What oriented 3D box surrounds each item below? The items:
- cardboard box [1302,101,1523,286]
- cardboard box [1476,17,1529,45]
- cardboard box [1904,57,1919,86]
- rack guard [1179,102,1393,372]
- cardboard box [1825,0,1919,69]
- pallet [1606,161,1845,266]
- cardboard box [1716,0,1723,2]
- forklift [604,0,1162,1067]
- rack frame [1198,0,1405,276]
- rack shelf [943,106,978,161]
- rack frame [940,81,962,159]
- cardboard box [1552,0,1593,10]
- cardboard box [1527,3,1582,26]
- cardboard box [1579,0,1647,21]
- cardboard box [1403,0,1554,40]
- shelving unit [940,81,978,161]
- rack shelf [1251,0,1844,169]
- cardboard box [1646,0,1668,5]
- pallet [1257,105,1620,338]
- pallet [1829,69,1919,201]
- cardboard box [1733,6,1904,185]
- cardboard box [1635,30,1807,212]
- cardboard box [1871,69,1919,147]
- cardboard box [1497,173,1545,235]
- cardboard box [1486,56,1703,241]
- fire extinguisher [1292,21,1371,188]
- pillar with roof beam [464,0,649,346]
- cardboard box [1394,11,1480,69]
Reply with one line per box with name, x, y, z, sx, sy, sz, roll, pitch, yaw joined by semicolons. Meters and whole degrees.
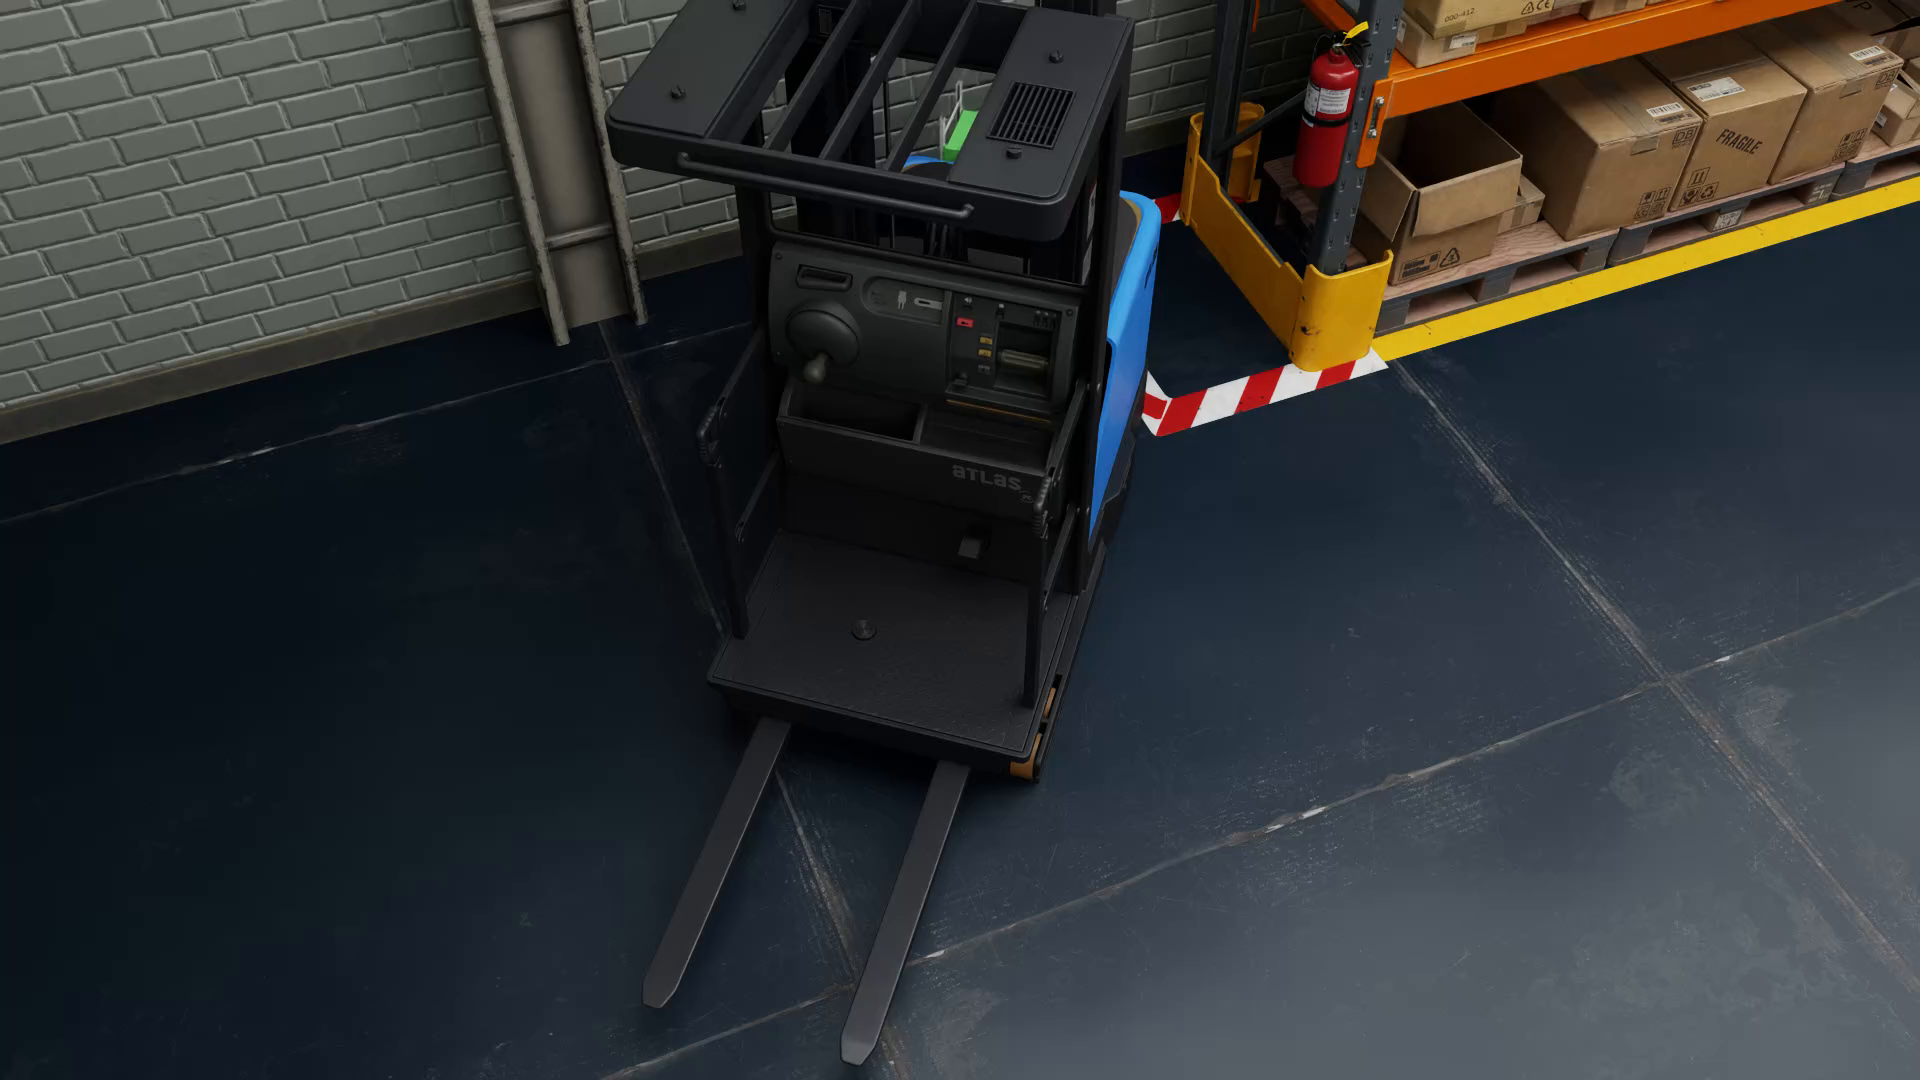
cardboard box;1.880;-1.523;6.950;0.637;0.503;0.797;-19;52;-16
cardboard box;1.904;-2.016;6.170;0.250;0.149;0.380;-16;51;-13
cardboard box;4.576;-2.080;7.662;0.250;0.149;0.380;-19;52;-15
rack guard;1.348;-1.298;7.035;0.348;0.500;1.175;-17;52;-14
cardboard box;4.280;-2.475;7.894;0.500;0.311;0.500;-16;51;-13
pallet;3.214;-1.780;7.640;1.213;0.211;1.003;-17;52;-14
cardboard box;2.897;-2.245;6.367;0.250;0.149;0.380;-19;52;-15
forklift;-0.176;-0.500;4.748;1.130;2.935;3.031;13;51;11
rack frame;1.278;-2.091;6.068;0.127;3.000;1.000;-17;52;-14
rack shelf;0.203;-1.430;6.136;0.480;0.148;0.258;12;51;10
rack frame;-0.031;-1.213;6.499;0.015;1.200;0.240;12;51;10
cardboard box;2.266;-2.225;6.086;0.500;0.250;0.500;-17;51;-14
cardboard box;2.134;-2.116;6.255;0.250;0.149;0.380;-18;52;-15
cardboard box;2.391;-2.145;6.281;0.250;0.149;0.380;-16;51;-13
cardboard box;1.800;-2.080;5.962;0.500;0.250;0.500;-17;51;-14
shelving unit;0.204;-1.163;6.455;0.503;1.200;0.258;12;51;10
rack shelf;3.129;-2.430;6.834;4.000;0.370;1.077;-17;52;-14
cardboard box;2.635;-2.225;6.350;0.250;0.149;0.380;-16;51;-14
pallet;2.086;-1.433;7.342;1.213;0.211;1.003;-17;52;-14
pallet;4.345;-2.133;7.943;1.213;0.211;1.003;-17;52;-14
cardboard box;3.647;-2.038;7.394;0.500;0.500;0.700;-19;52;-16
cardboard box;3.213;-1.821;7.208;0.500;0.500;0.500;-16;51;-14
cardboard box;4.246;-2.016;7.529;0.258;0.266;0.396;-16;51;-13
cardboard box;2.288;-1.502;7.165;0.250;0.149;0.380;-19;52;-16
cardboard box;2.686;-1.740;7.138;0.500;0.500;0.700;-15;51;-13
fire extinguisher;1.316;-1.577;5.924;0.183;0.674;0.296;-17;52;-14
pillar with roof beam;0.069;-0.881;1.075;0.400;9.000;9.100;-17;52;-14
cardboard box;1.686;-1.911;6.079;0.250;0.149;0.380;-18;52;-15
